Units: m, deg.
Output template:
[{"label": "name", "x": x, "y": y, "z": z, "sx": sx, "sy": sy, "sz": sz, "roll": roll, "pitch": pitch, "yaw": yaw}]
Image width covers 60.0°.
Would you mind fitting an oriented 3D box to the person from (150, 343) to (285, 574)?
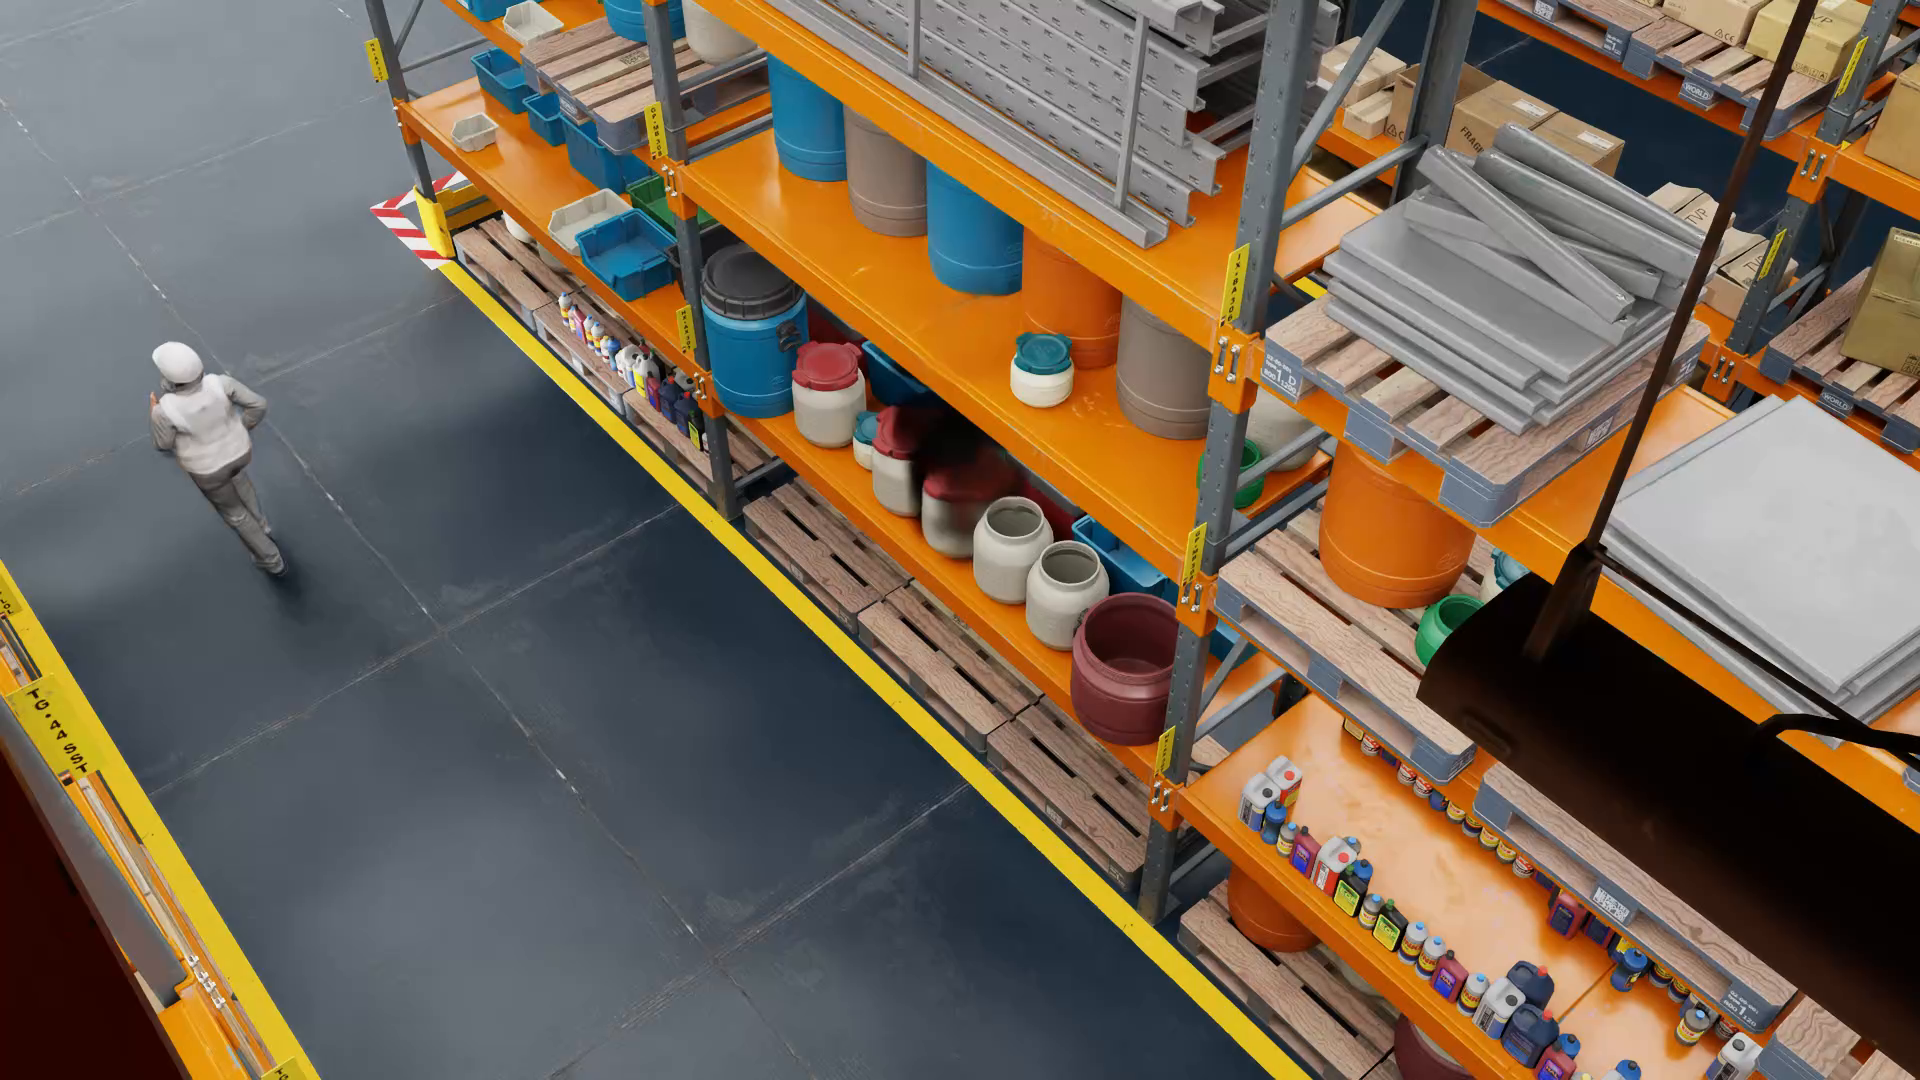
[{"label": "person", "x": -4.583, "y": -0.523, "z": 10.258, "sx": 0.706, "sy": 1.819, "sz": 0.636, "roll": 29, "pitch": 53, "yaw": 25}]
